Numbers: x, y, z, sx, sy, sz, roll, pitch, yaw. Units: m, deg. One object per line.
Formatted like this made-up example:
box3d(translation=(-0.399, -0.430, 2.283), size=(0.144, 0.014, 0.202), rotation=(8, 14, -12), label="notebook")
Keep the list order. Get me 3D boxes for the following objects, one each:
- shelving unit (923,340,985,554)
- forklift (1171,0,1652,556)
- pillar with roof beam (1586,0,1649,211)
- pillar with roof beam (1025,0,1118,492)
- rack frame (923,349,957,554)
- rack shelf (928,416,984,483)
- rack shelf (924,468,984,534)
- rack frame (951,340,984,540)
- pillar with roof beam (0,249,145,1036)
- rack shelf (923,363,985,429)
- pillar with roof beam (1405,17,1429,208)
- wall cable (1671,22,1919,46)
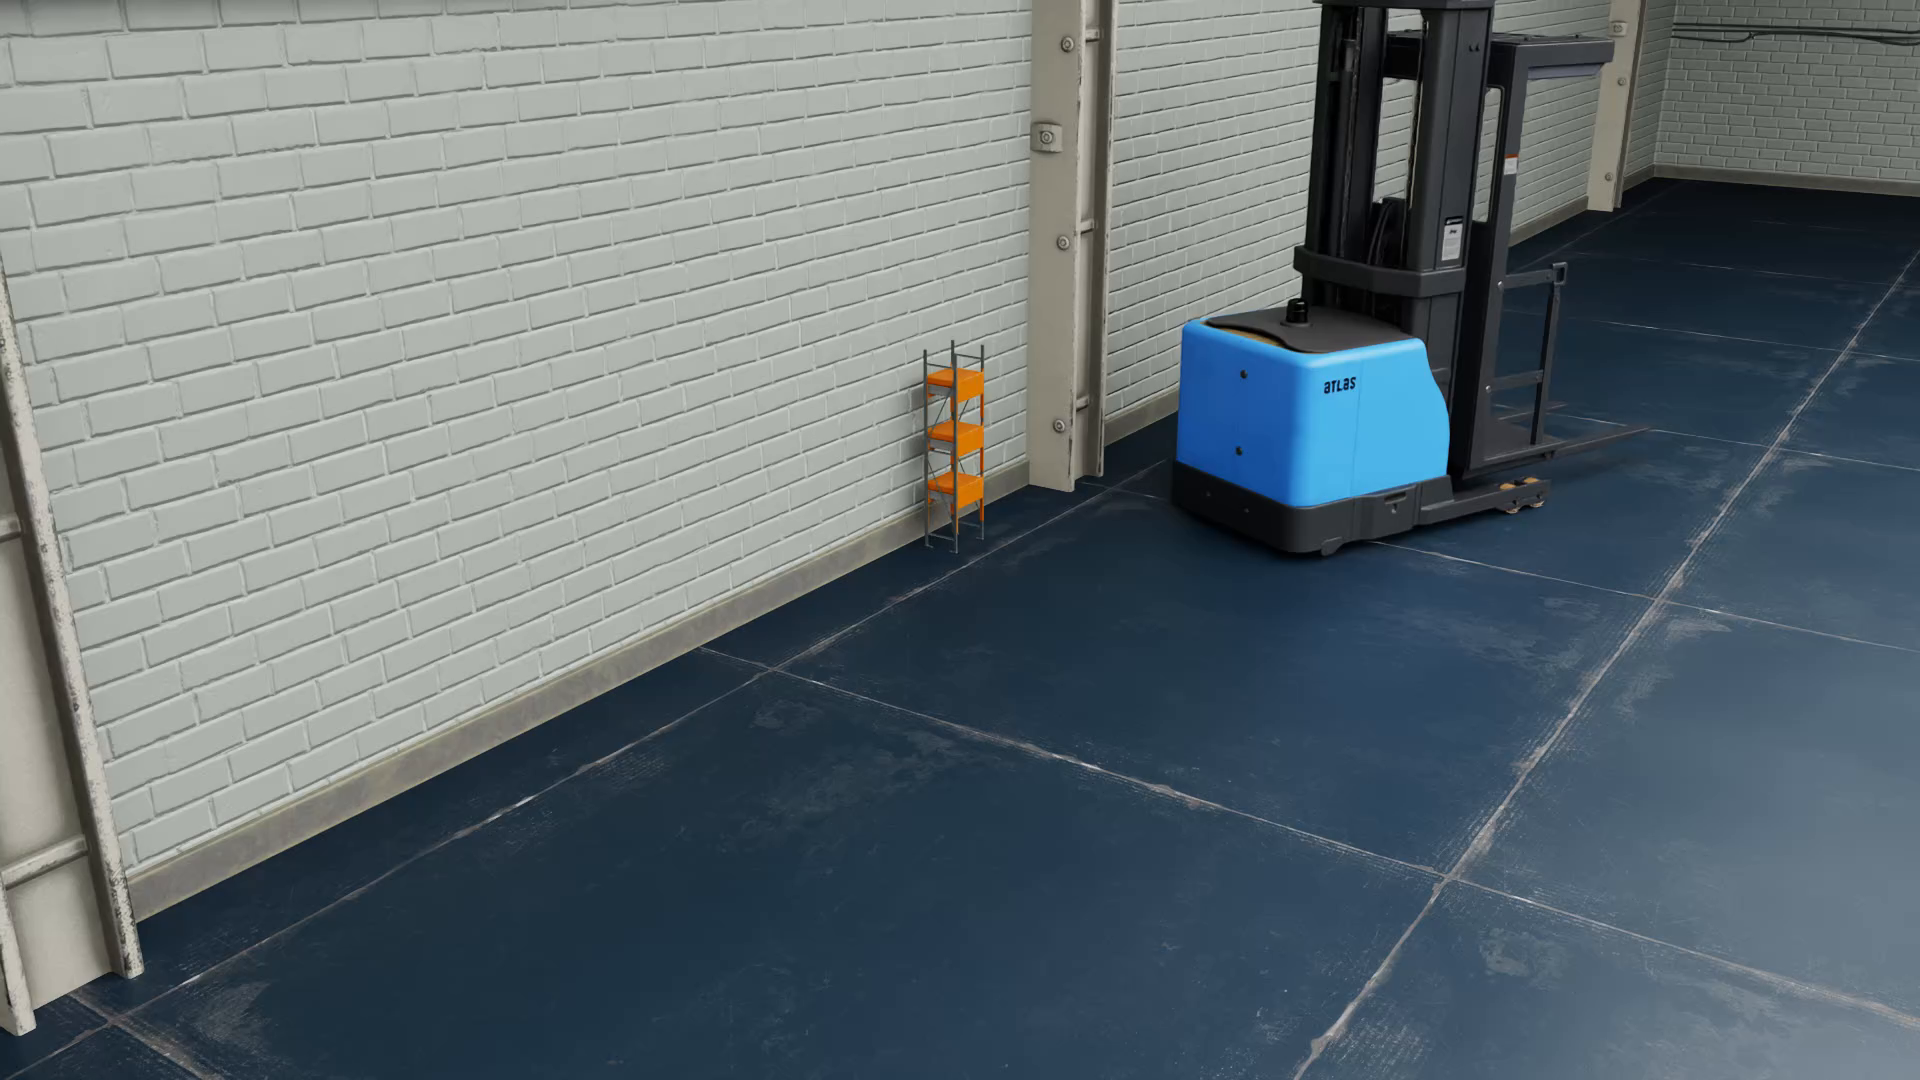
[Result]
box3d(translation=(-0.030, -0.477, 8.541), size=(0.215, 1.050, 0.252), rotation=(13, 24, 32), label="shelving unit")
box3d(translation=(2.683, -1.660, 9.027), size=(3.031, 2.935, 1.130), rotation=(-12, 24, -30), label="forklift")
box3d(translation=(10.916, -7.183, 15.214), size=(9.100, 9.000, 0.400), rotation=(13, 24, 32), label="pillar with roof beam")
box3d(translation=(4.171, -3.740, 5.906), size=(9.100, 9.000, 0.400), rotation=(13, 24, 32), label="pillar with roof beam")
box3d(translation=(-0.099, -0.442, 8.447), size=(0.200, 1.050, 0.008), rotation=(13, 24, 32), label="rack frame")
box3d(translation=(-0.030, -0.467, 8.545), size=(0.215, 0.259, 0.240), rotation=(13, 24, 32), label="rack shelf")
box3d(translation=(-0.030, -0.206, 8.641), size=(0.215, 0.259, 0.240), rotation=(13, 24, 32), label="rack shelf")
box3d(translation=(0.039, -0.512, 8.636), size=(0.200, 1.050, 0.008), rotation=(13, 24, 32), label="rack frame")
box3d(translation=(0.798, -2.019, 1.252), size=(9.100, 9.000, 0.400), rotation=(13, 24, 32), label="pillar with roof beam")
box3d(translation=(-0.030, -0.733, 8.446), size=(0.215, 0.259, 0.240), rotation=(13, 24, 32), label="rack shelf")
box3d(translation=(7.544, -5.462, 10.560), size=(9.100, 9.000, 0.400), rotation=(13, 24, 32), label="pillar with roof beam")
box3d(translation=(10.106, -7.154, 19.610), size=(3.097, 2.526, 0.112), rotation=(13, 24, 32), label="wall cable")
